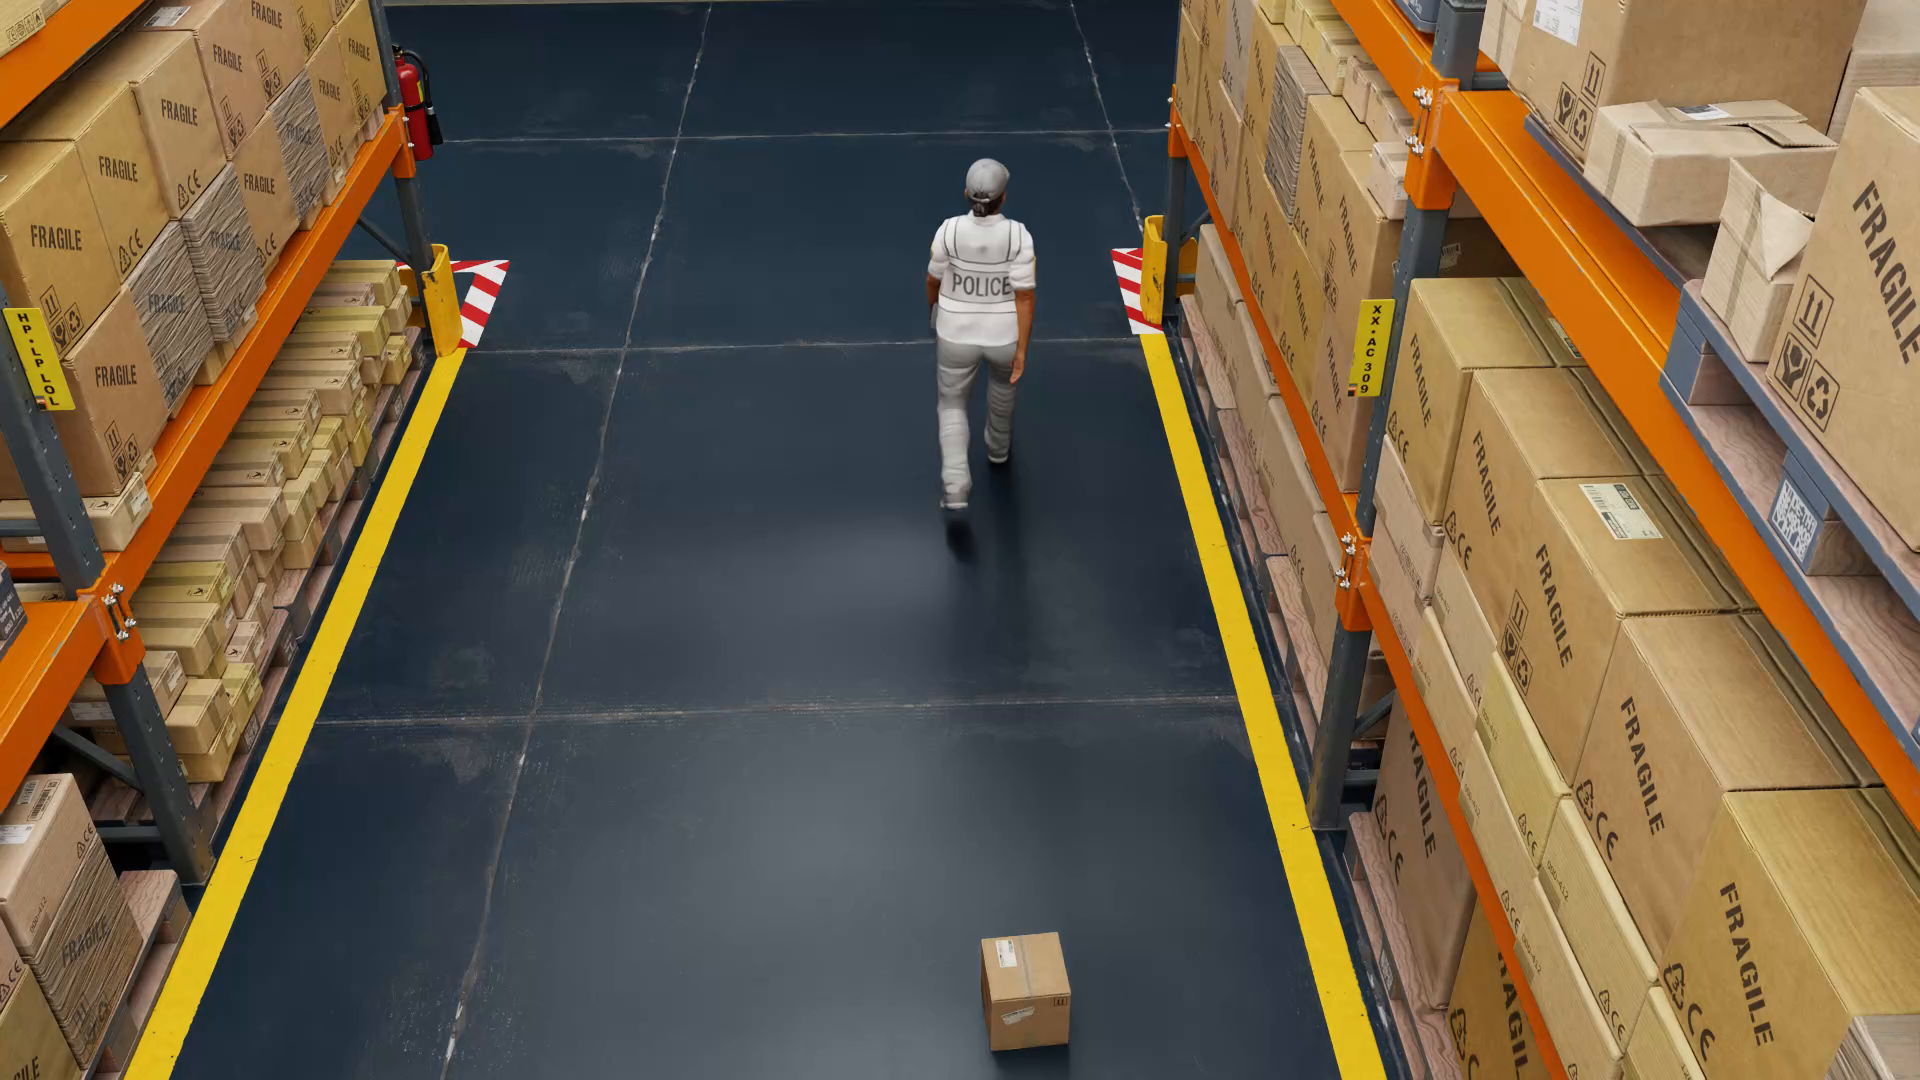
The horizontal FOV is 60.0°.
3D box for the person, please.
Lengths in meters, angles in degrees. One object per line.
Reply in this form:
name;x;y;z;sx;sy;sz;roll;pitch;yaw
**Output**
person;0.089;-0.924;7.428;0.479;1.612;0.949;0;35;0
